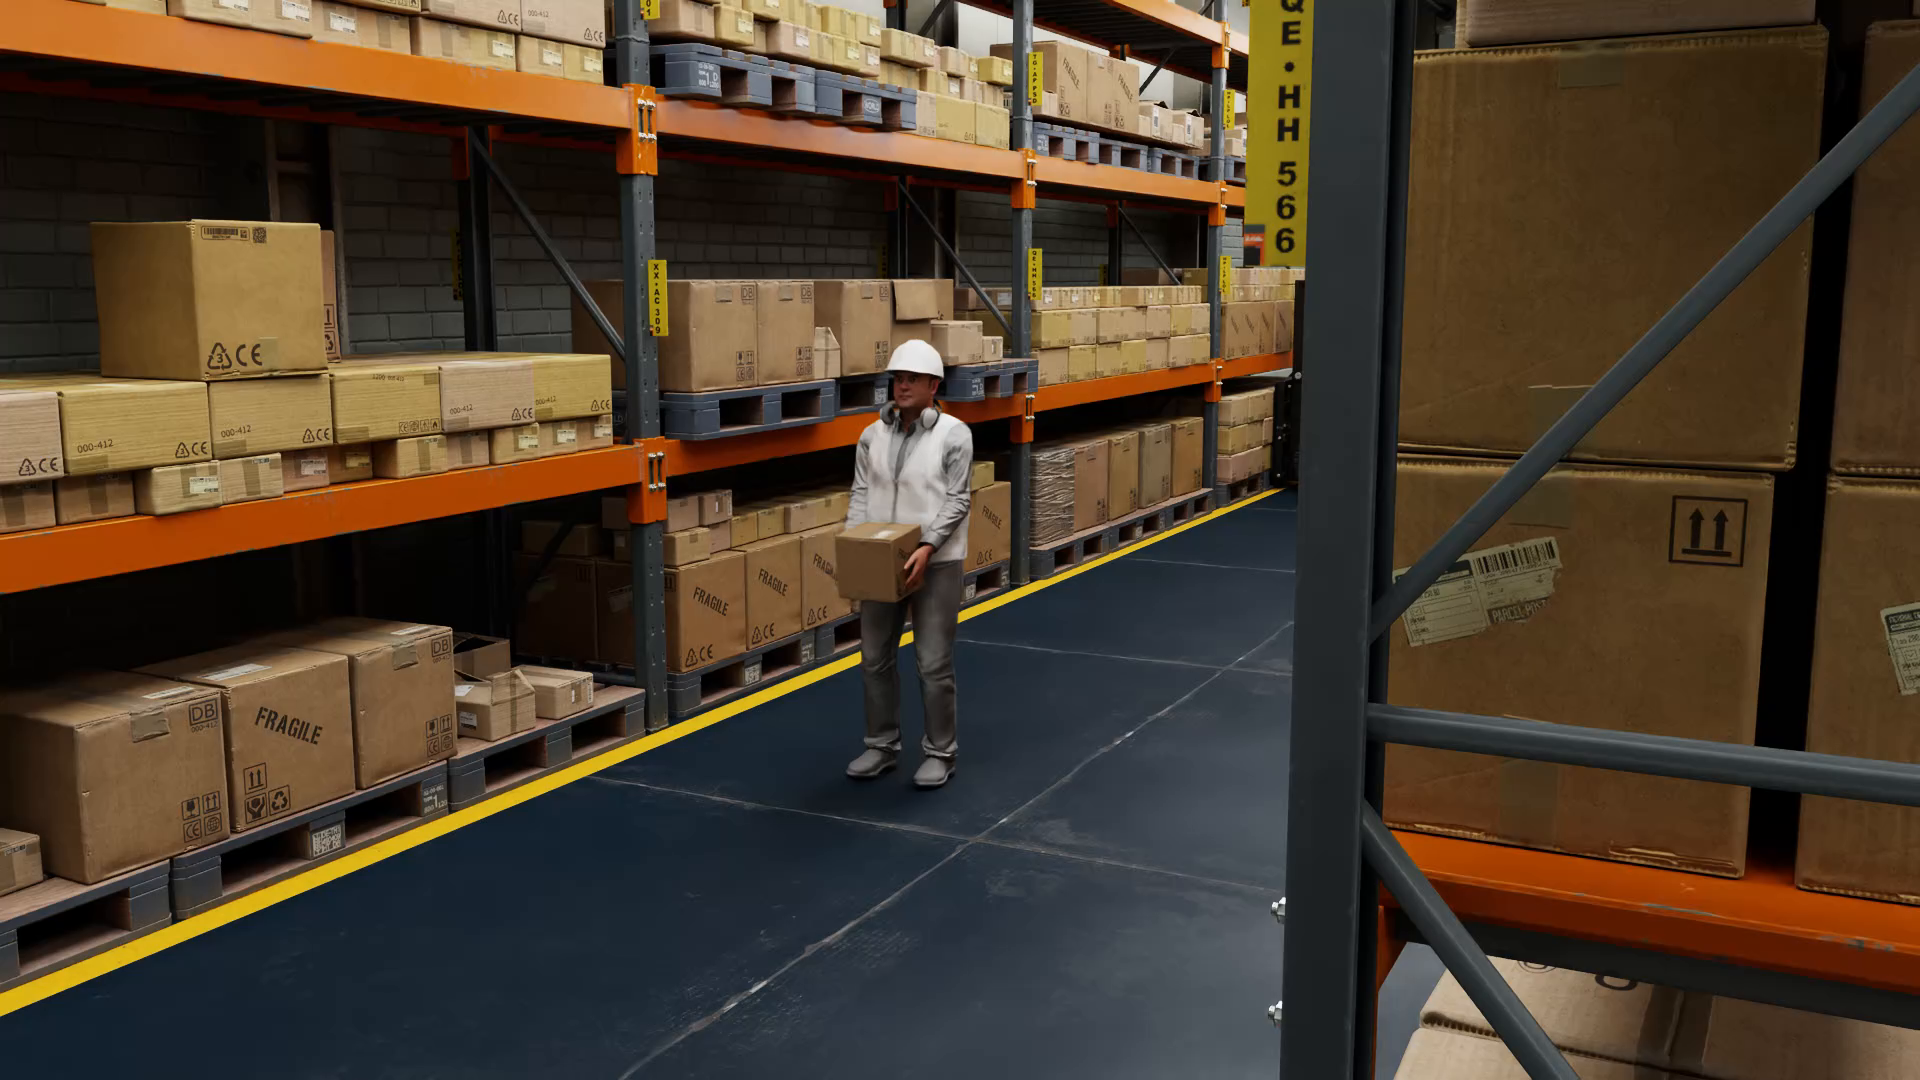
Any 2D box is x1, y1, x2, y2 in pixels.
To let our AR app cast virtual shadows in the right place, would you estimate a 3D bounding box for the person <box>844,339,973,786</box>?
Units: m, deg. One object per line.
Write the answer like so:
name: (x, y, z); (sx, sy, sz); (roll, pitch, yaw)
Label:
person: (-0.217, 0.095, 6.658); (0.532, 1.779, 0.522); (4, 10, 25)
